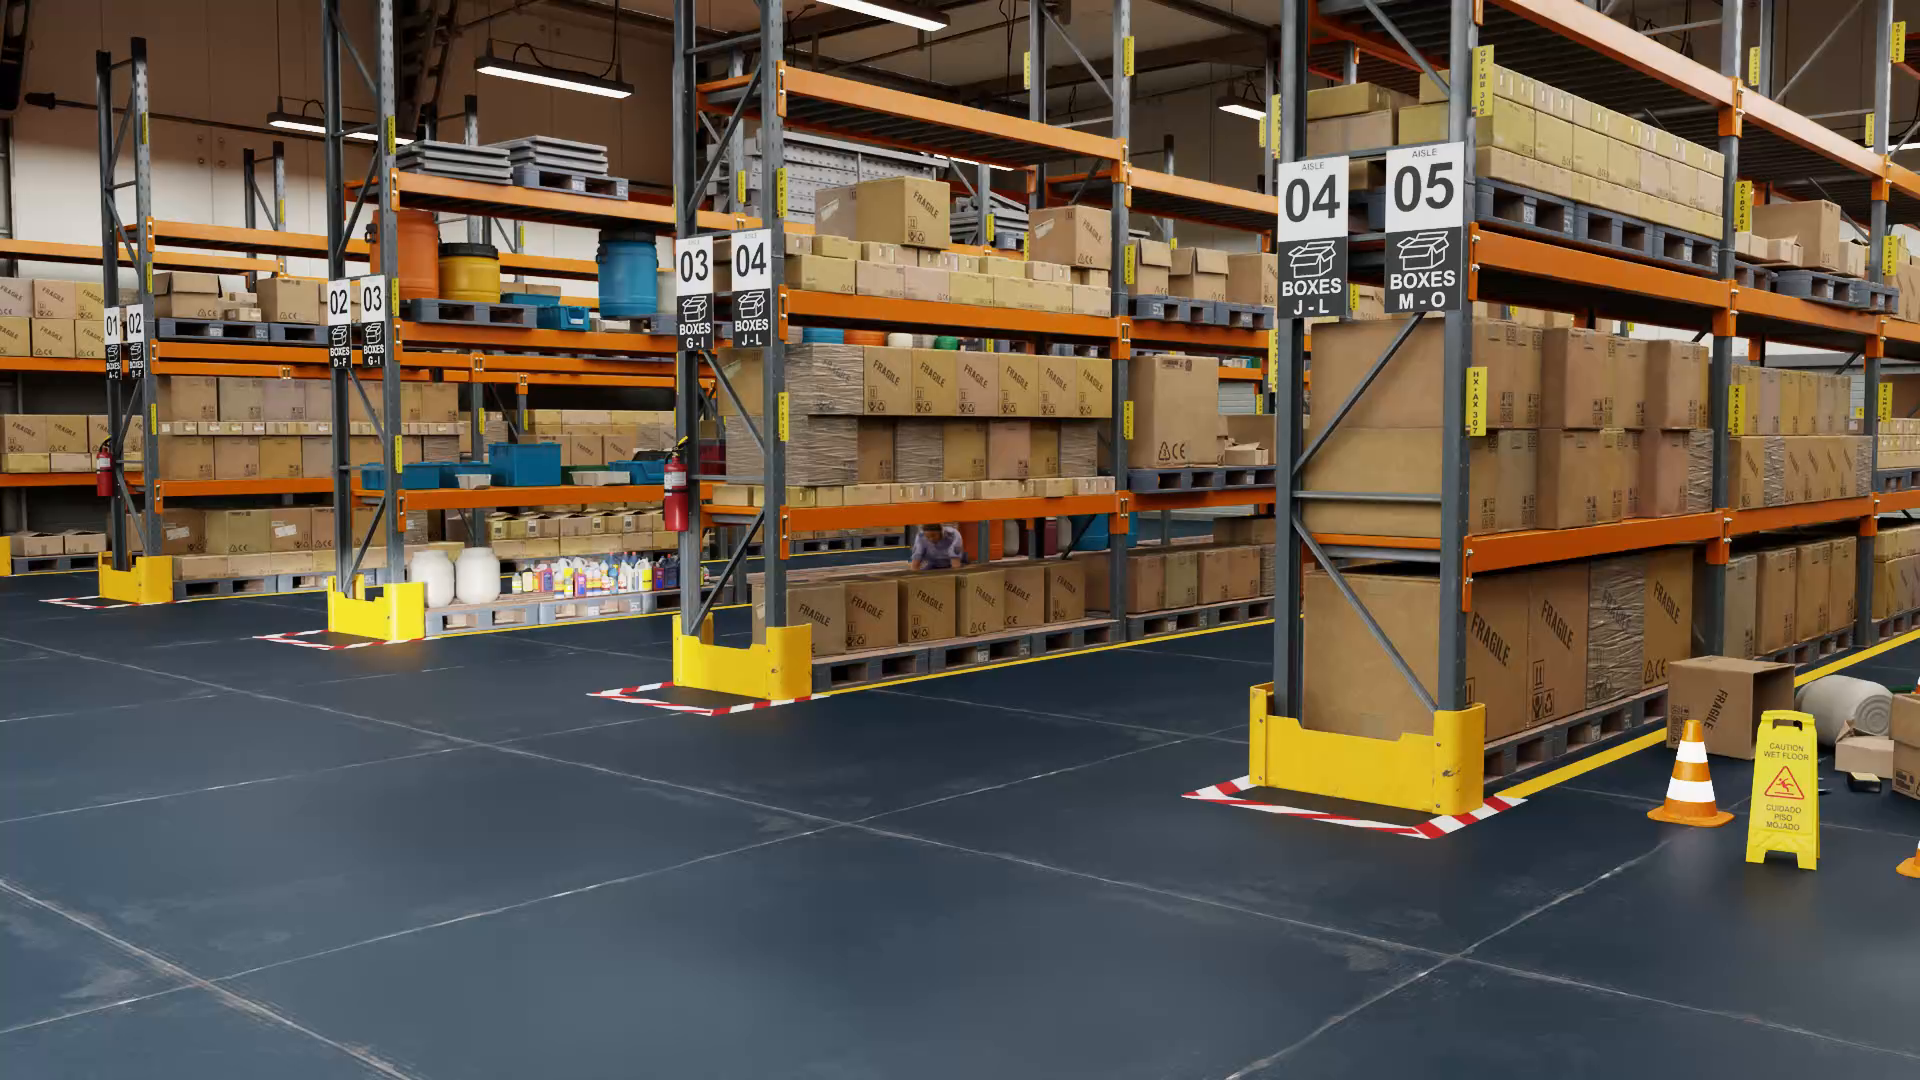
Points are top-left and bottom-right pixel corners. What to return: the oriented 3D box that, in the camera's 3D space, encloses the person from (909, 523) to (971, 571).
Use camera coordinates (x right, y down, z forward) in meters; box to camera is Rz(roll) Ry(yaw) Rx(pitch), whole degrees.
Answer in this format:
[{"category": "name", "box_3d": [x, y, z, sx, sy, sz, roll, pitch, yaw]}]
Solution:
[{"category": "person", "box_3d": [-0.164, 0.300, 15.572, 0.535, 1.060, 0.785, 2, 4, 25]}]
